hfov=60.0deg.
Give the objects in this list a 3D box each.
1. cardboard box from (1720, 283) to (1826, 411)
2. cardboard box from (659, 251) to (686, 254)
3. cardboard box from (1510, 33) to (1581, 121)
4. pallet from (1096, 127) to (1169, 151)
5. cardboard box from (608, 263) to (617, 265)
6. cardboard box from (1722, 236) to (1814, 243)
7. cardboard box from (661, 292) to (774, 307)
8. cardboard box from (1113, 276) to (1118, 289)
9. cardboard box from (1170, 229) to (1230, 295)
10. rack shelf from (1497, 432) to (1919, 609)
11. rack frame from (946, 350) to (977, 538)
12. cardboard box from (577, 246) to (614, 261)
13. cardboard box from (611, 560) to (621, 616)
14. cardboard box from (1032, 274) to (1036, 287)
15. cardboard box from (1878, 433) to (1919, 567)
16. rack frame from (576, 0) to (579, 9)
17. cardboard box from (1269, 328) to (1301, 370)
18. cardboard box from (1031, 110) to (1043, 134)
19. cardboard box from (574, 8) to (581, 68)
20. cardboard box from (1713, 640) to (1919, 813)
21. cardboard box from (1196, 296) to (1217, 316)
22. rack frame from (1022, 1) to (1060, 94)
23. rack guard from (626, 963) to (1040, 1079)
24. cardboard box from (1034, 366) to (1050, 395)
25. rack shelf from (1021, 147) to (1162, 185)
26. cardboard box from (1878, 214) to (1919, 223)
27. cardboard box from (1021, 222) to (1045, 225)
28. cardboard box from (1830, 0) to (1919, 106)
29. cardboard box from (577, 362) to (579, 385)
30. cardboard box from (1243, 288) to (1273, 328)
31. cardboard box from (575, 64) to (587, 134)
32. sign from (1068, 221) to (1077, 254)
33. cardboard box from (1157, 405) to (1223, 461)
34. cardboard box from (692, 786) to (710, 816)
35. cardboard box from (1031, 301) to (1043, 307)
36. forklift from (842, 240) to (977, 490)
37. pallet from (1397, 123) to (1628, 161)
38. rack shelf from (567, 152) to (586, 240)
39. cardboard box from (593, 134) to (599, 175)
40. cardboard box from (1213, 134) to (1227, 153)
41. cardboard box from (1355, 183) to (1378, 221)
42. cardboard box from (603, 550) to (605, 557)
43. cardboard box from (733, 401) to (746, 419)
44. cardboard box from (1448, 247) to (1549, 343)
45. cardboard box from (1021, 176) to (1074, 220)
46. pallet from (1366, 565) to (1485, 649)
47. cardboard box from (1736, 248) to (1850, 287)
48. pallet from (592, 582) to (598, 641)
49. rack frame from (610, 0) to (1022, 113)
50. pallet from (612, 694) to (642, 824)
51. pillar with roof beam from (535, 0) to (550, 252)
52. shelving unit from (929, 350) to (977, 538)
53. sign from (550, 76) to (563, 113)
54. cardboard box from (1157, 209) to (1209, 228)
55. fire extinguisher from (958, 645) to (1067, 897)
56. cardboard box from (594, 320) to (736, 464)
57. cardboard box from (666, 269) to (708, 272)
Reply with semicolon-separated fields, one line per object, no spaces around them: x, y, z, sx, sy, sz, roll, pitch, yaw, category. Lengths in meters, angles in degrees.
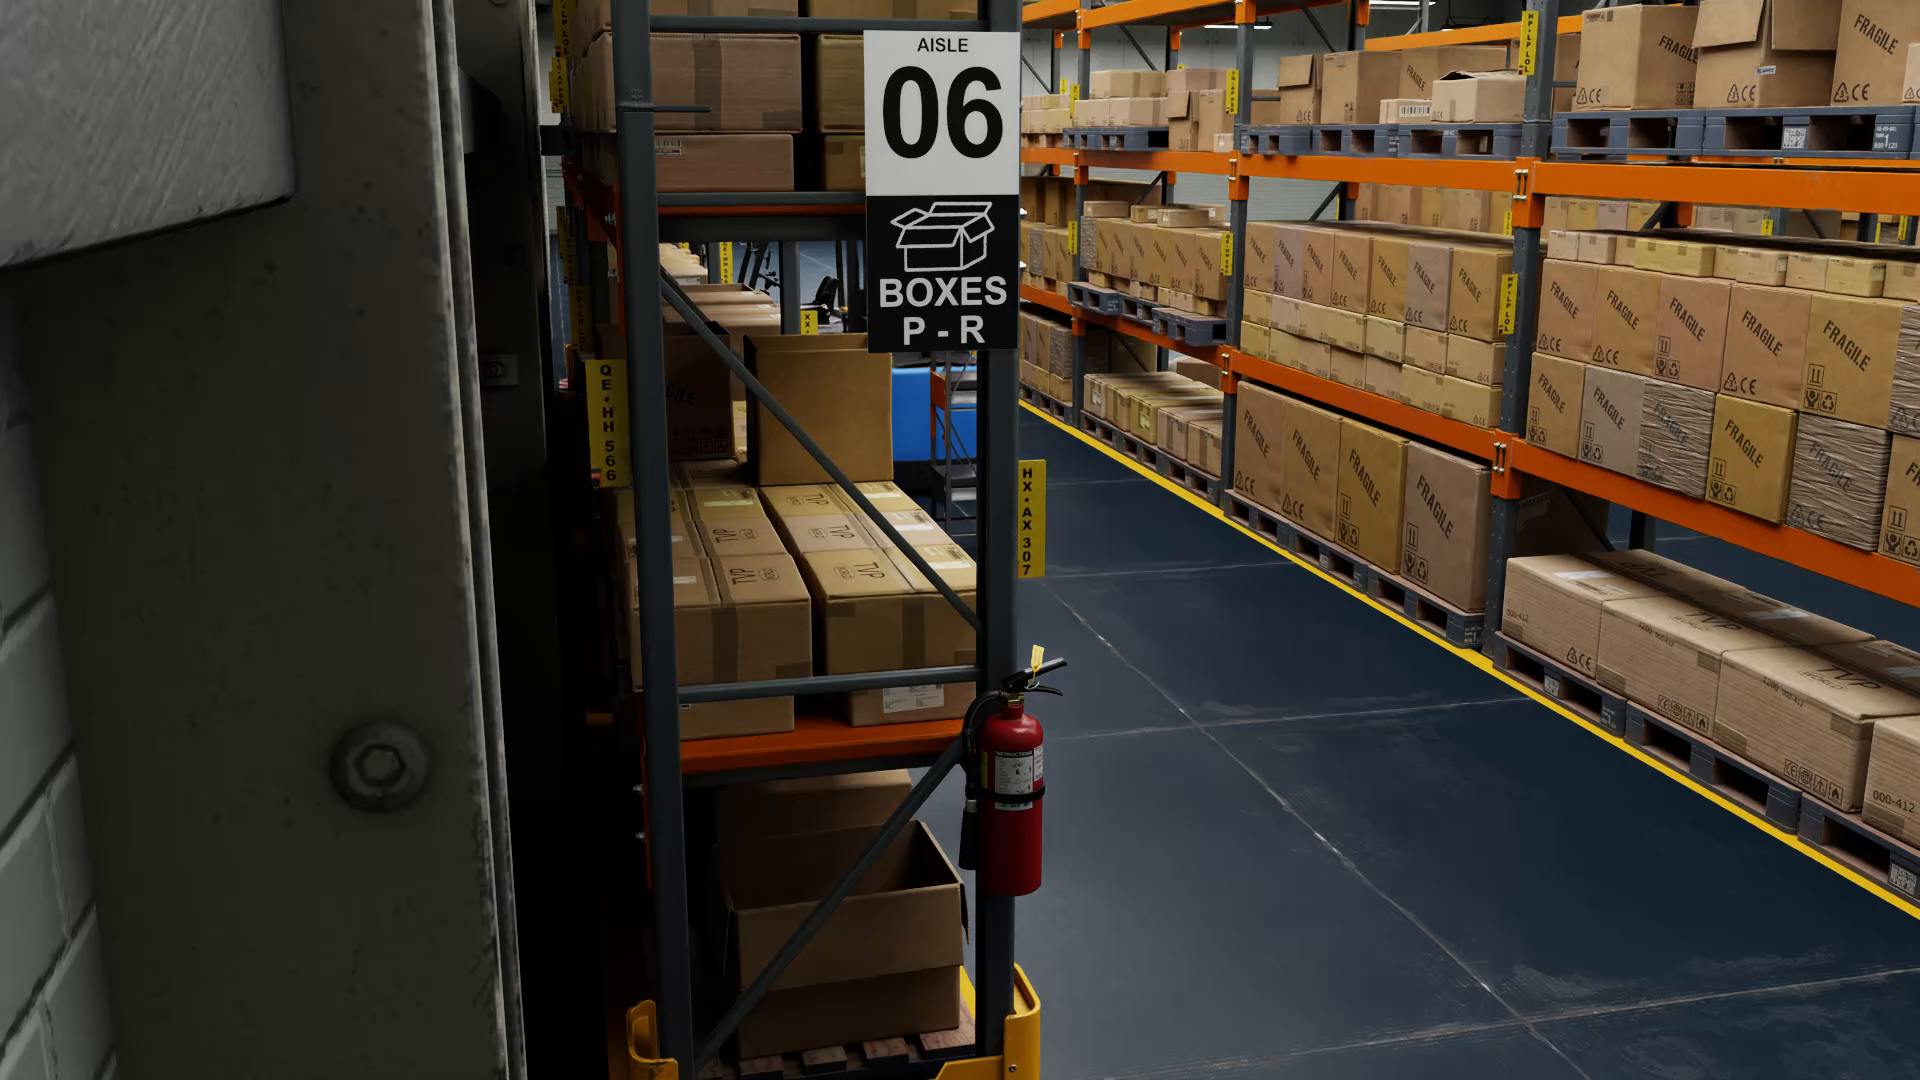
3.755;-0.864;7.324;0.500;0.500;0.500;-3;14;-14;cardboard box
-2.591;-2.435;14.496;0.380;0.149;0.250;-4;14;-15;cardboard box
3.615;-2.734;9.881;0.500;0.500;0.500;-4;14;-14;cardboard box
1.949;-3.629;15.035;1.213;0.211;1.003;-3;14;-13;pallet
-2.779;-2.112;13.174;0.380;0.149;0.250;-3;14;-14;cardboard box
4.004;-1.418;8.229;0.380;0.149;0.250;-3;14;-14;cardboard box
-1.486;-1.204;9.941;0.700;0.500;0.500;-3;14;-13;cardboard box
1.675;-2.468;15.853;0.380;0.149;0.250;-2;14;-10;cardboard box
2.092;-2.333;13.932;0.500;0.500;0.500;-4;14;-14;cardboard box
4.010;0.006;7.598;1.077;0.370;4.000;-3;14;-13;rack shelf
0.096;-0.926;11.791;0.400;2.100;0.015;-3;14;-13;rack frame
-3.277;-2.579;15.084;0.380;0.149;0.250;-4;14;-15;cardboard box
-1.055;0.162;5.973;0.380;0.149;0.250;-3;14;-13;cardboard box
1.017;-2.880;18.426;0.380;0.149;0.250;-4;14;-14;cardboard box
4.006;-0.144;6.484;0.500;0.500;0.500;-4;14;-14;cardboard box
-1.284;-3.442;7.553;1.000;3.000;0.127;-3;14;-13;rack frame
2.609;-1.410;12.195;0.500;0.250;0.500;-4;14;-15;cardboard box
1.071;-4.501;17.898;0.500;0.250;0.500;-4;14;-14;cardboard box
-1.307;-2.050;6.814;0.500;0.250;0.500;-4;14;-15;cardboard box
4.004;0.801;7.341;0.875;0.438;0.875;-3;14;-12;cardboard box
2.162;-1.930;13.650;0.380;0.149;0.250;-3;14;-12;cardboard box
0.722;-6.487;20.020;1.000;3.000;0.127;-3;14;-13;rack frame
-0.362;1.592;4.856;1.175;0.500;0.348;-3;14;-13;rack guard
1.126;-1.762;18.229;0.500;0.250;0.500;-4;14;-15;cardboard box
1.192;-4.219;18.573;1.077;0.370;4.000;-3;14;-13;rack shelf
10.921;-3.970;19.412;0.500;0.500;0.500;-3;14;-13;cardboard box
0.809;-3.405;19.205;0.500;0.500;0.500;-4;14;-14;cardboard box
4.152;-2.114;7.132;0.500;0.500;0.500;-3;14;-12;cardboard box
-4.085;-1.922;18.881;0.500;0.250;0.500;-3;14;-13;cardboard box
2.480;-1.767;12.601;0.500;0.250;0.500;-3;14;-14;cardboard box
-1.210;-1.691;6.398;0.500;0.250;0.500;-4;14;-14;cardboard box
1.136;-3.039;16.721;0.100;0.325;0.005;-3;14;-13;sign
2.297;-0.956;14.670;0.950;0.372;0.625;-4;14;-14;cardboard box
-0.803;0.821;7.130;0.700;0.500;0.500;-4;14;-15;cardboard box
1.164;-2.635;20.222;0.500;0.500;0.500;-3;14;-13;cardboard box
-0.510;-2.141;15.014;1.130;2.935;3.031;-3;14;-12;forklift
3.277;-2.378;9.922;0.805;0.209;1.217;-4;14;-15;pallet
-1.753;-2.096;9.883;1.077;0.370;4.000;-3;14;-13;rack shelf
-1.201;-1.474;6.348;0.380;0.149;0.250;-3;14;-12;cardboard box
2.256;-3.180;13.334;0.380;0.149;0.250;-3;14;-13;cardboard box
5.559;-4.382;21.451;0.875;0.550;0.550;-3;14;-13;cardboard box
-1.783;-0.017;9.191;0.380;0.149;0.250;-3;14;-13;cardboard box
-0.927;-0.495;7.822;0.500;0.250;0.500;-3;14;-12;cardboard box
3.191;-1.428;9.635;0.500;0.500;0.500;-3;14;-11;cardboard box
1.054;-4.146;20.133;0.700;0.500;0.500;-4;14;-15;cardboard box
3.286;0.376;10.443;1.003;0.211;1.213;-3;14;-13;pallet
3.702;-1.214;7.393;0.380;0.149;0.250;-3;14;-13;cardboard box
-1.802;0.360;10.509;1.003;0.211;1.213;-3;14;-13;pallet
-0.344;-2.519;3.776;1.000;3.000;0.127;-3;14;-13;rack frame
-1.123;0.986;7.947;1.003;0.211;1.213;-3;14;-13;pallet
-6.266;-11.776;41.665;9.100;9.000;0.548;-3;14;-13;pillar with roof beam
0.039;-0.982;12.022;0.431;2.100;0.503;-3;14;-13;shelving unit
-3.702;-4.088;15.264;0.100;0.325;0.005;-3;14;-13;sign
1.942;-2.801;14.484;0.380;0.149;0.250;-4;14;-16;cardboard box
0.140;0.622;4.508;0.296;0.674;0.183;-3;14;-13;fire extinguisher
-1.193;-0.605;6.691;0.500;0.500;0.500;-4;14;-15;cardboard box
-2.076;-1.965;12.573;0.380;0.149;0.250;-3;14;-12;cardboard box
